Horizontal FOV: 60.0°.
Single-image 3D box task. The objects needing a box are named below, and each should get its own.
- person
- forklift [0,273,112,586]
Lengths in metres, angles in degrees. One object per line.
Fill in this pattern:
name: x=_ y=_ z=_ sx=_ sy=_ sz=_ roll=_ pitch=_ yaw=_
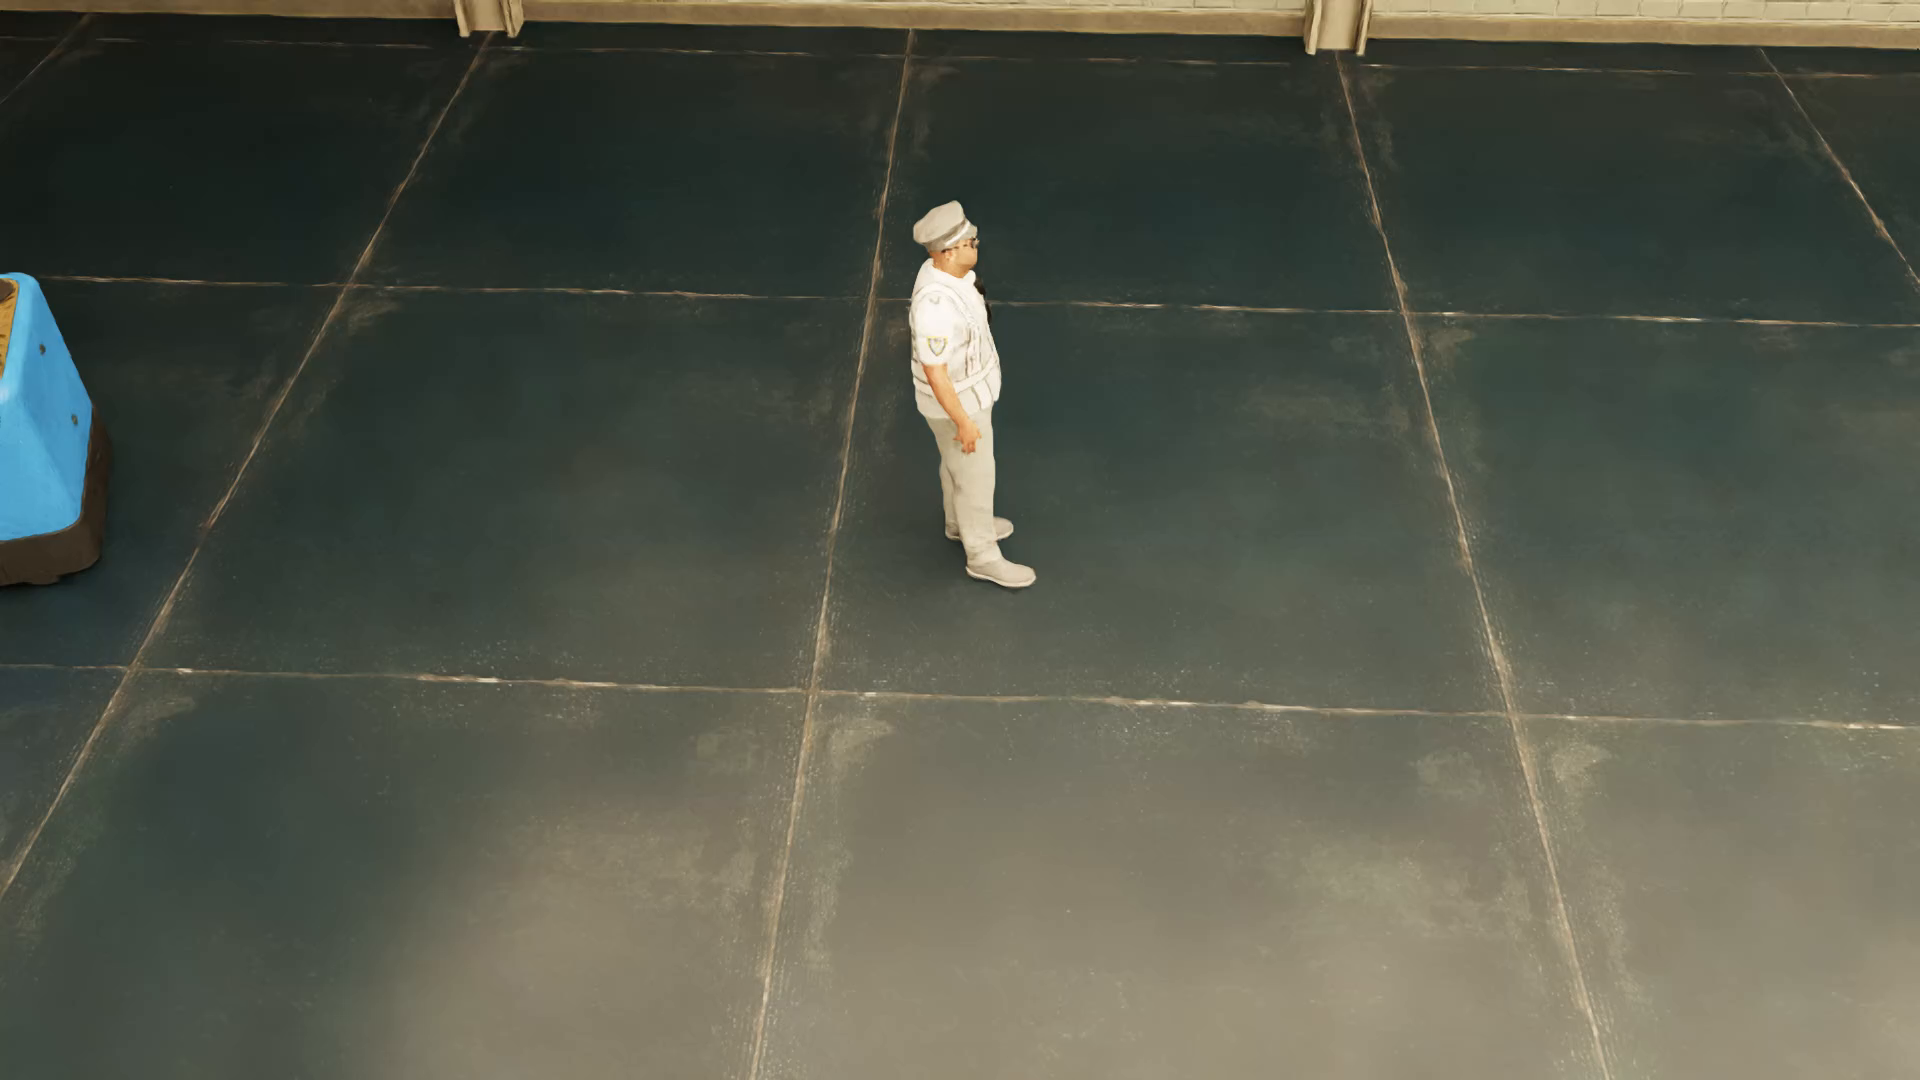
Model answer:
person: x=0.077 y=-0.654 z=7.299 sx=0.574 sy=1.781 sz=0.640 roll=2 pitch=42 yaw=2
forklift: x=-5.571 y=-0.937 z=6.768 sx=3.031 sy=2.935 sz=1.130 roll=-12 pitch=44 yaw=-13
